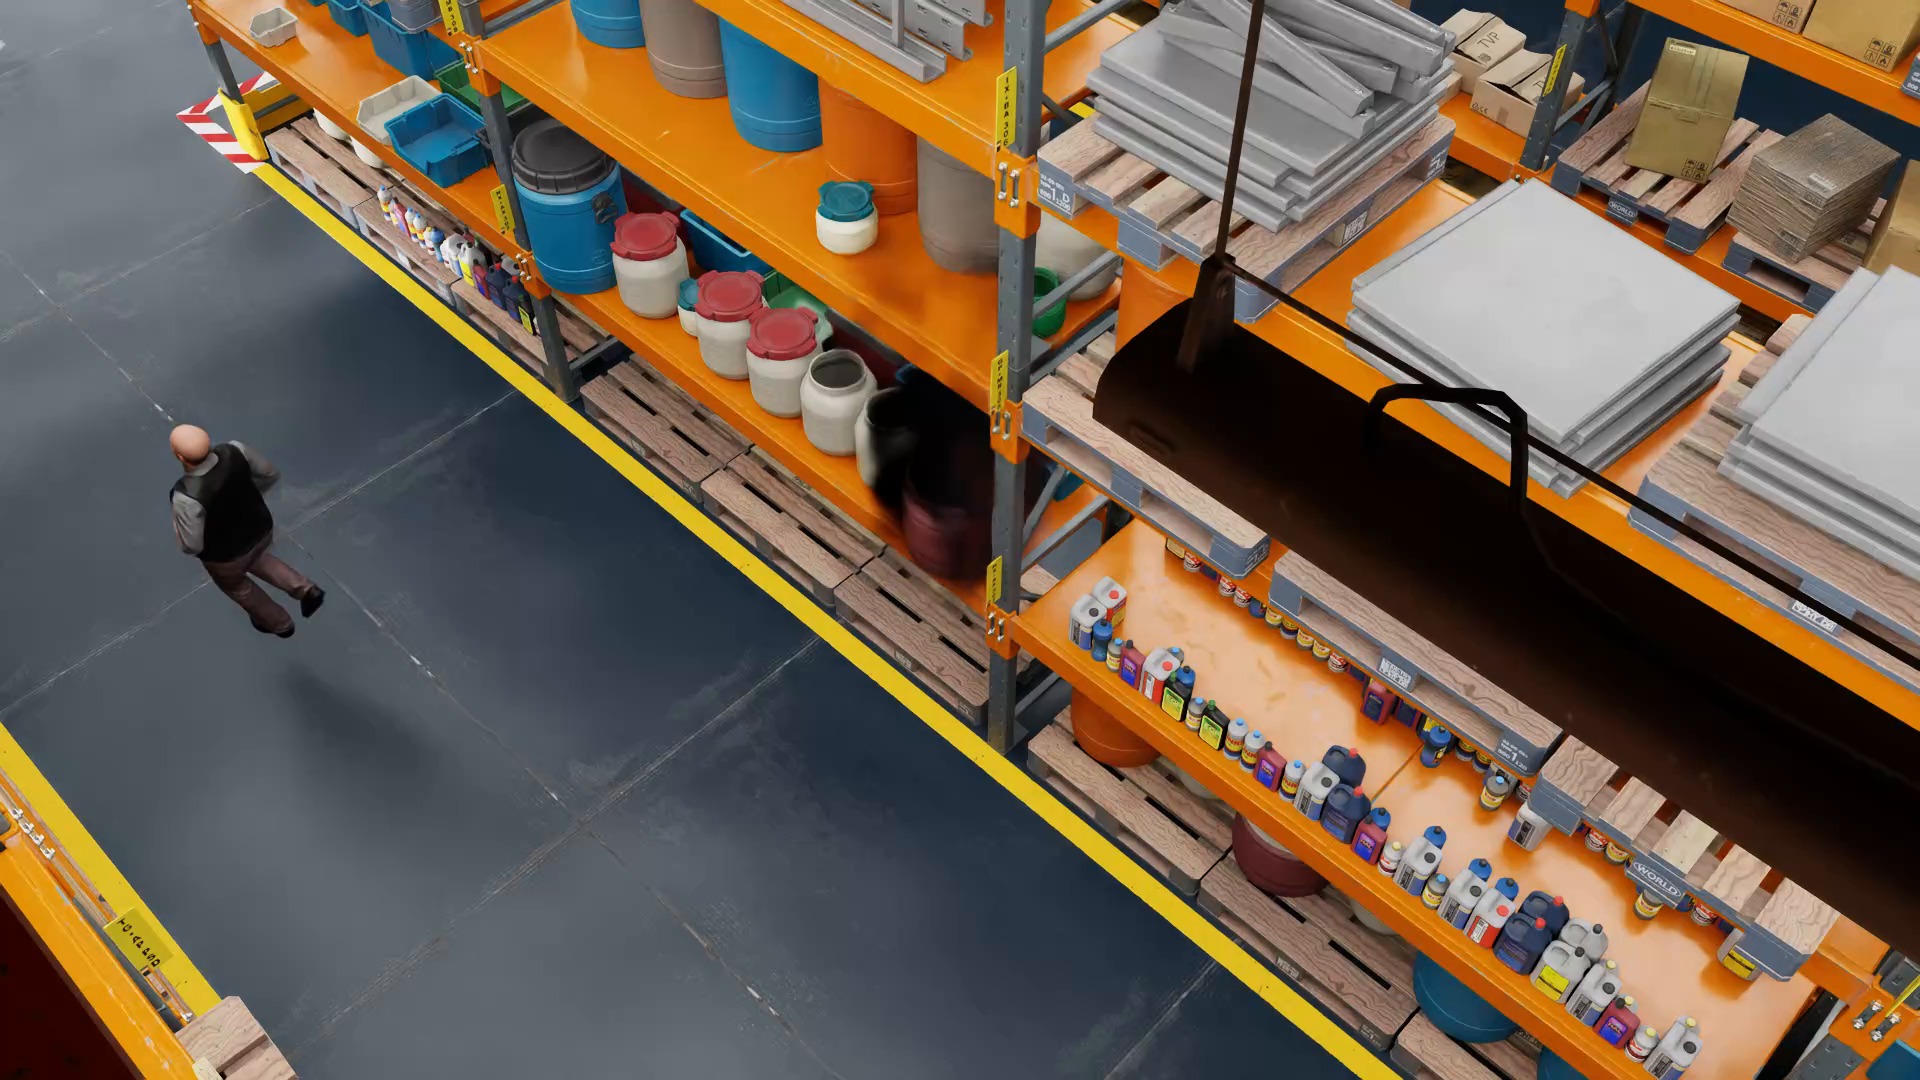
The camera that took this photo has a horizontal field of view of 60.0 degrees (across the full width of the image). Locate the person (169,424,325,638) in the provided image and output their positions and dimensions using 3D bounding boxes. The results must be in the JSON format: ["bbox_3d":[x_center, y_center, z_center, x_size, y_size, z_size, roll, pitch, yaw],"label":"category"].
[{"bbox_3d":[-3.868,-0.008,8.929,0.586,1.690,0.659,21,53,16],"label":"person"}]
